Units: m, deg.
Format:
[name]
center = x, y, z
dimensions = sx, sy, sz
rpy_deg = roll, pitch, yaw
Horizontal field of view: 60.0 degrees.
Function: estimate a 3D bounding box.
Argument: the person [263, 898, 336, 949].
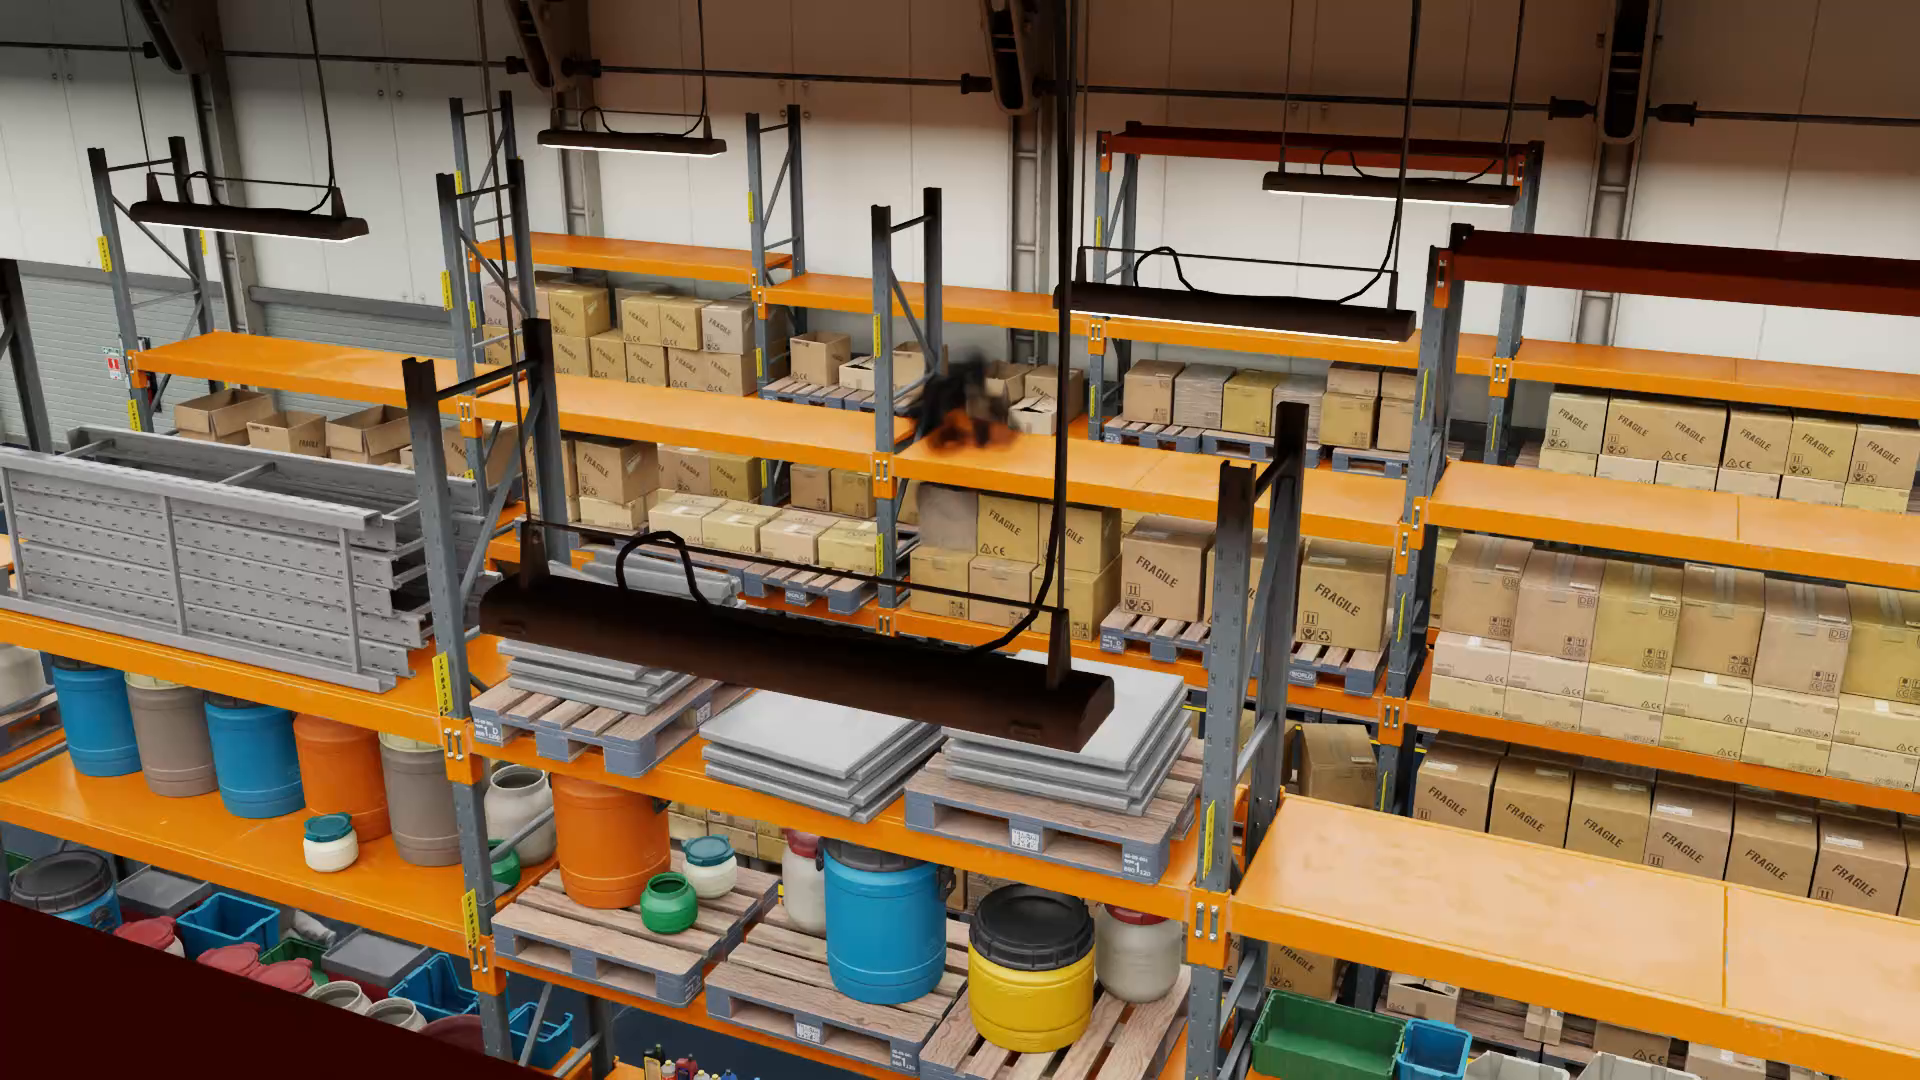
[person]
center = -5.321, 2.689, 13.065
dimensions = 0.591, 1.734, 0.658
rpy_deg = 4, 21, 11
